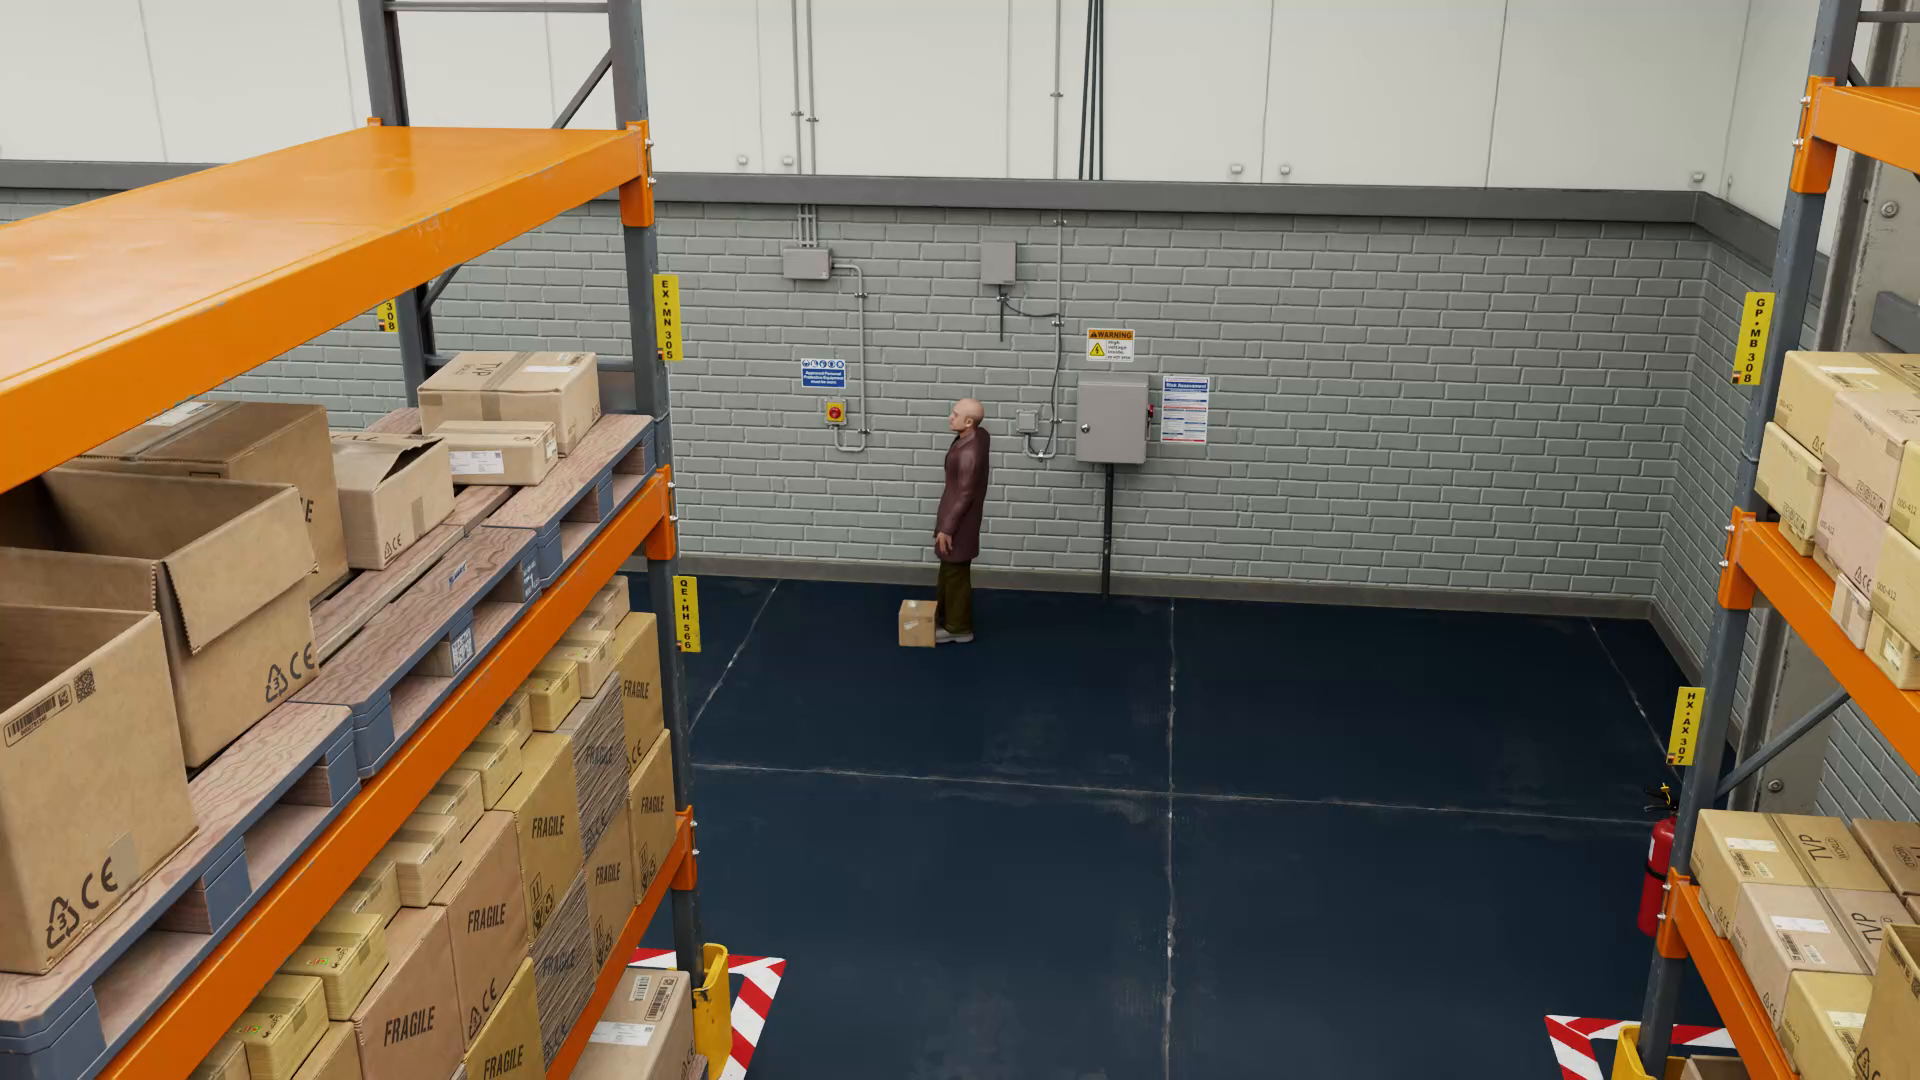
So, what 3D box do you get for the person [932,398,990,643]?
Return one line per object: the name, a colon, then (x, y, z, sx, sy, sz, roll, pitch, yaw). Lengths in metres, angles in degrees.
person: (-0.098, -0.135, 11.432, 0.581, 1.776, 0.678, 2, 21, 6)
